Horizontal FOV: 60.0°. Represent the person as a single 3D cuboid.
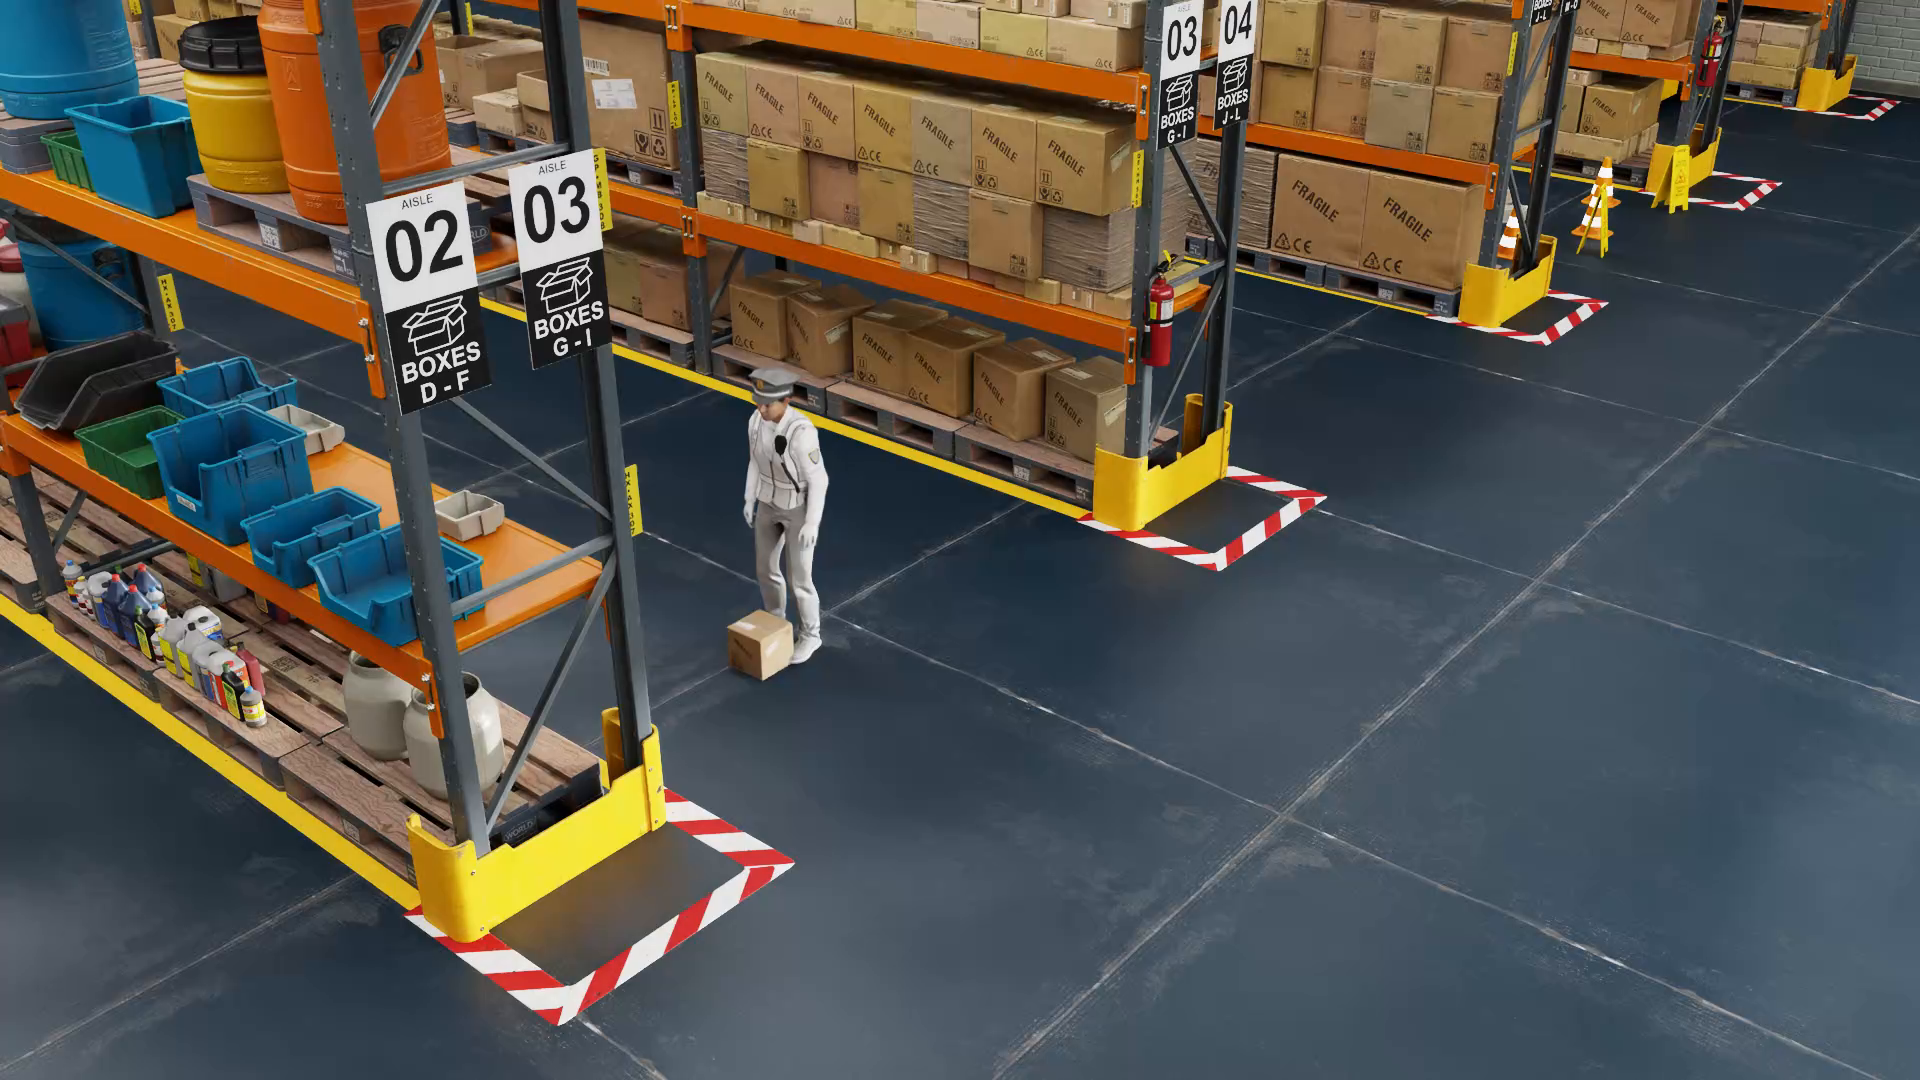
[{"bbox_3d":[-0.935,-0.147,8.897,0.516,1.663,0.367,20,33,33],"label":"person"}]
